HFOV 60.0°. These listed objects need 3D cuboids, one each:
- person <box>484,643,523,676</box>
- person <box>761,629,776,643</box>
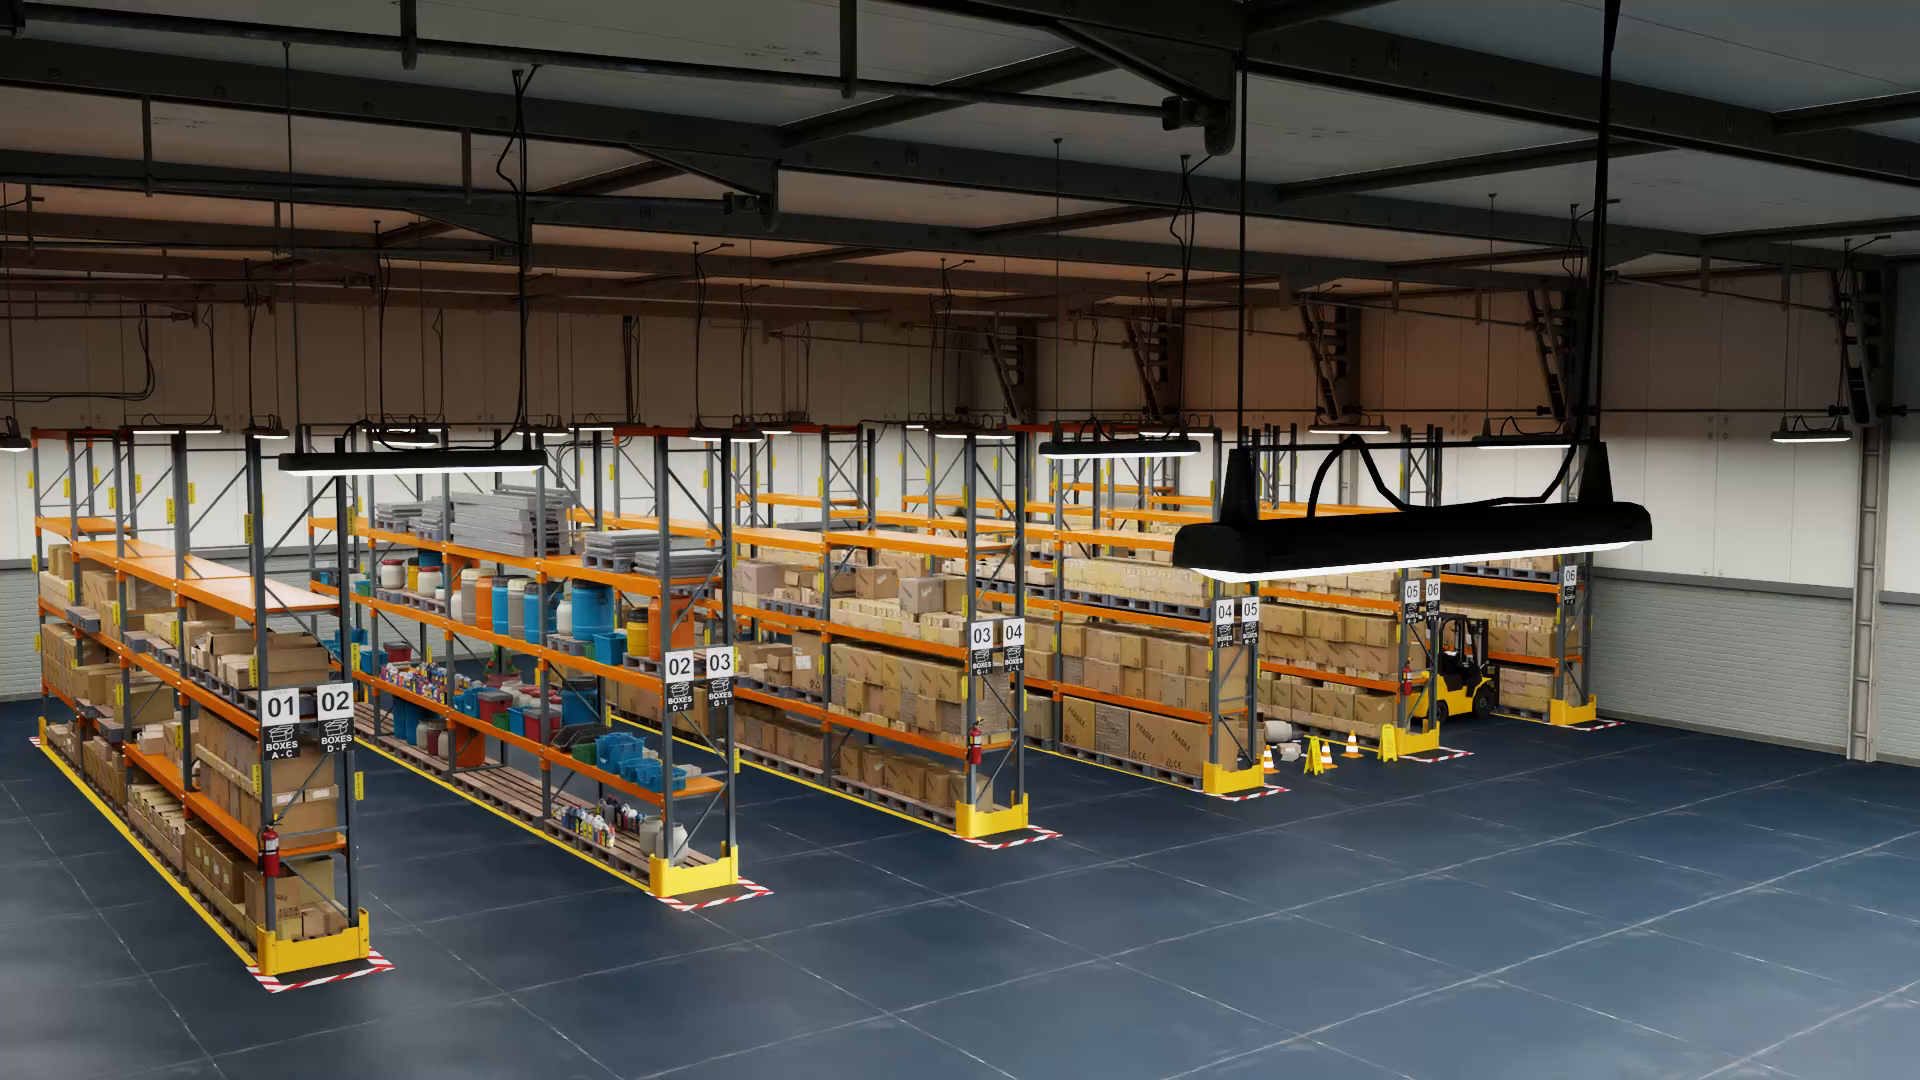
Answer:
[{"bbox_3d":[-10.839,2.344,39.407,0.964,1.740,0.675,-2,5,-29],"label":"person"},{"bbox_3d":[-4.967,2.183,42.659,0.496,1.561,0.494,-3,6,-36],"label":"person"}]
